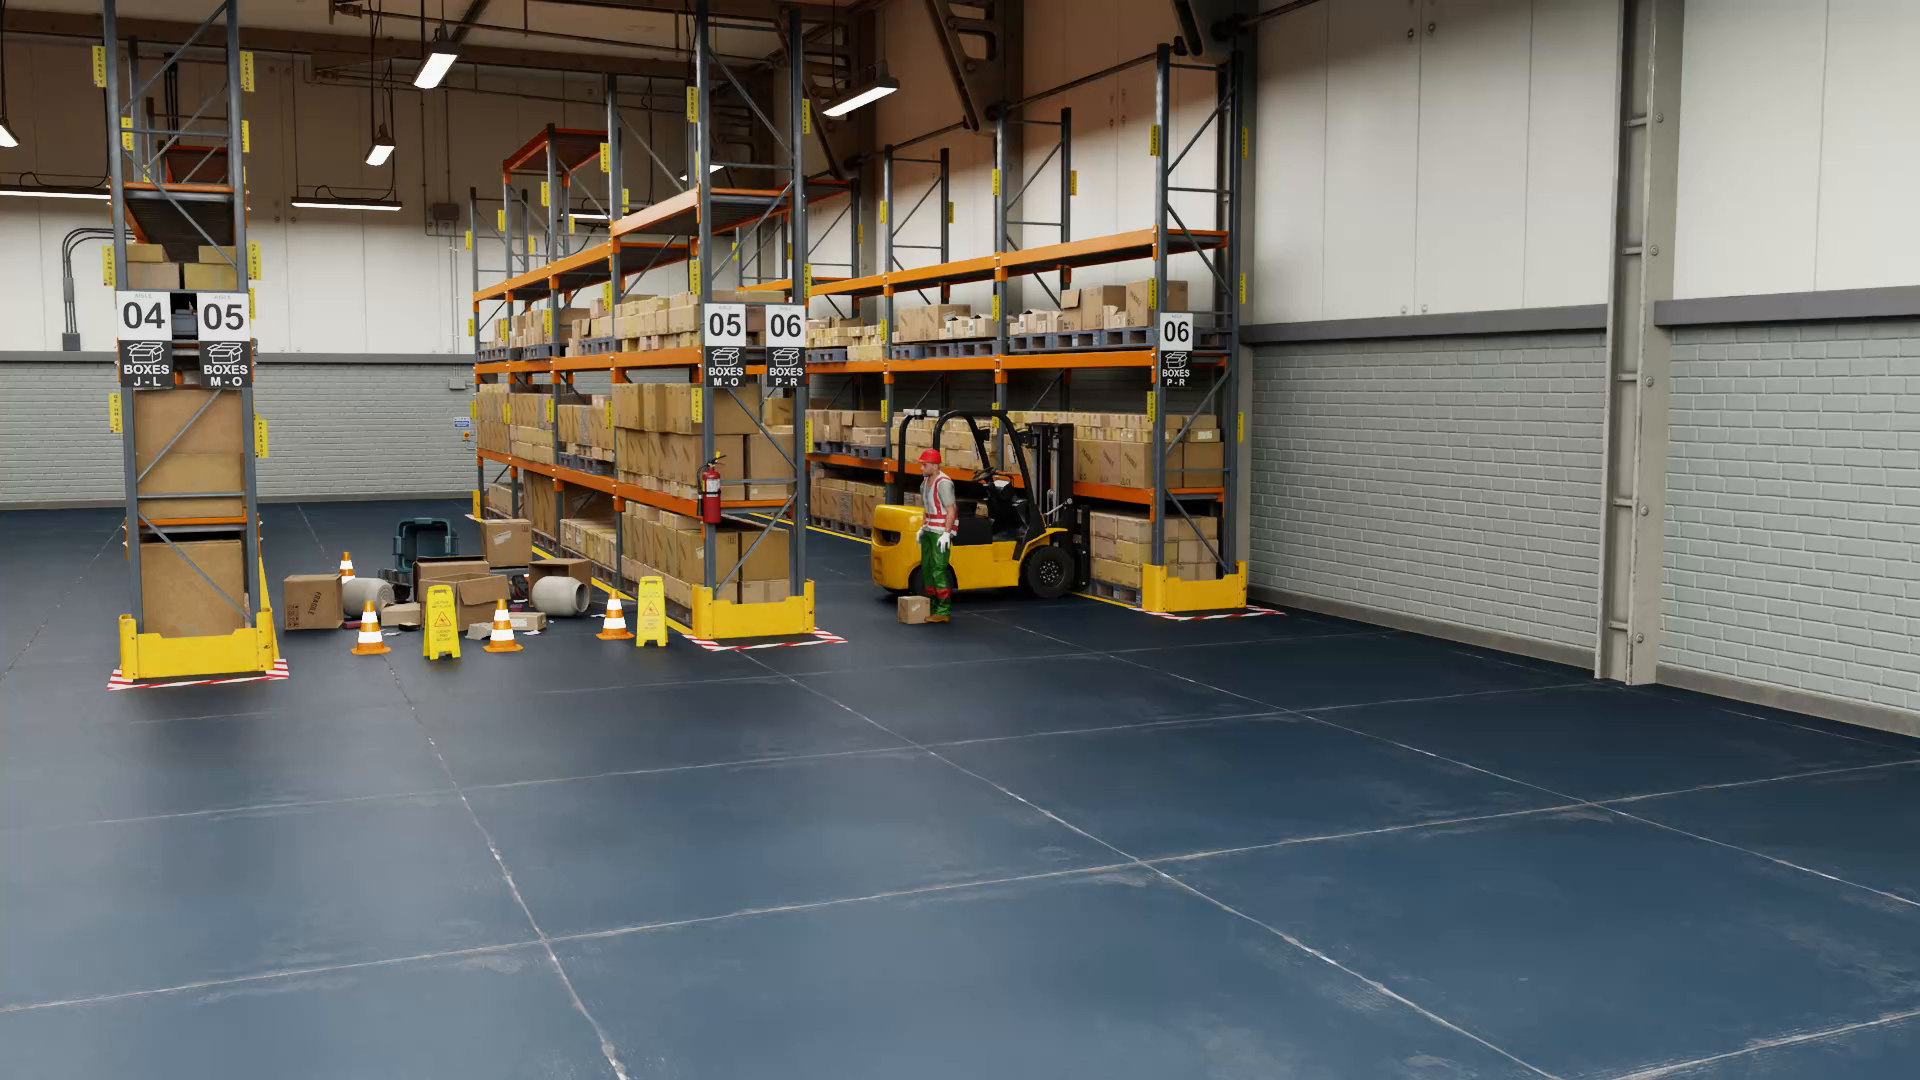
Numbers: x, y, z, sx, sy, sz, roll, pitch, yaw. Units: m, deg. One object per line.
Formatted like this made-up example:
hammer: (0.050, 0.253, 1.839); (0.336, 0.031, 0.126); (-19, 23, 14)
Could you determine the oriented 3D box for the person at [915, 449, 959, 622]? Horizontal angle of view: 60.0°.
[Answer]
person: (-0.261, -0.049, 17.141); (0.448, 1.780, 0.620); (-3, 6, -27)
